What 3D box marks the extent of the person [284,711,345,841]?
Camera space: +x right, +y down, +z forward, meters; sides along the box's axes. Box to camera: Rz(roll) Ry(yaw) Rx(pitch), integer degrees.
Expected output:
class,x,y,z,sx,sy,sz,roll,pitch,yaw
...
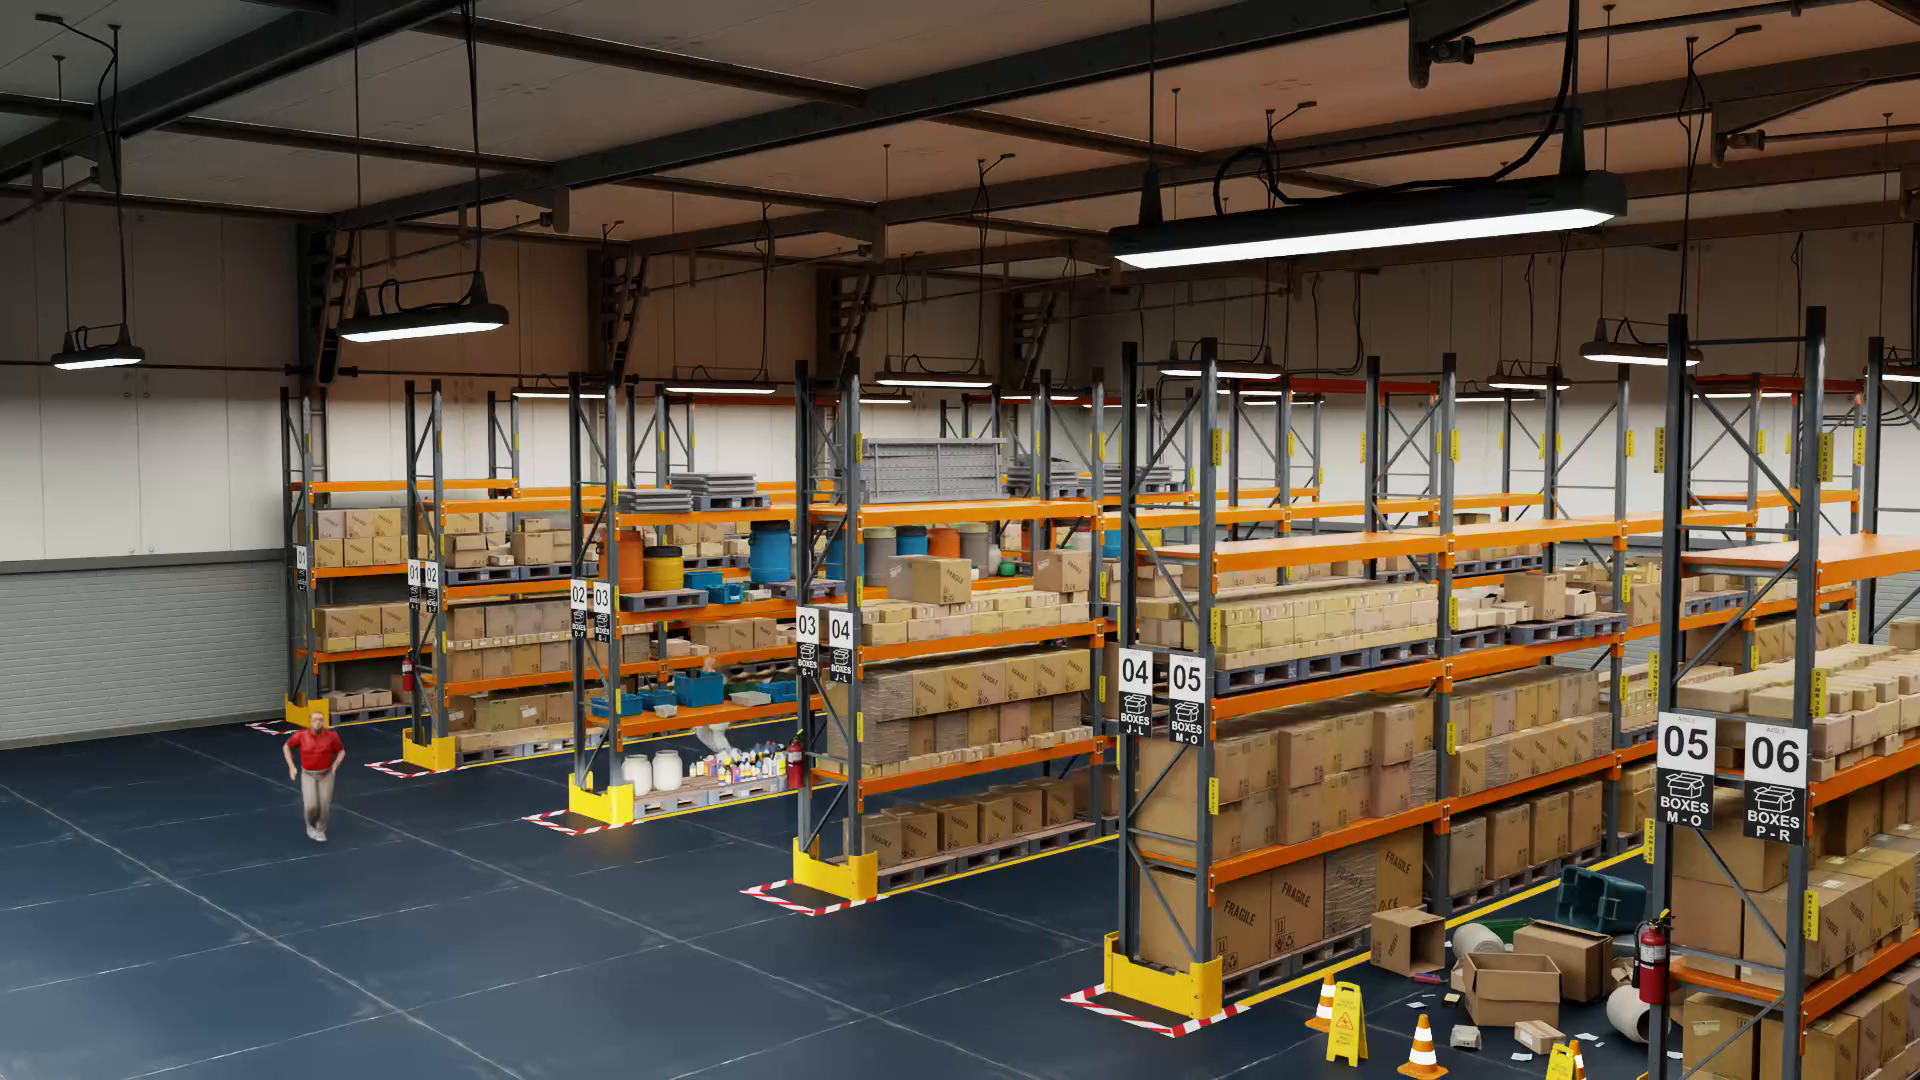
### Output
class,x,y,z,sx,sy,sz,roll,pitch,yaw
person,-8.106,2.991,20.929,0.718,1.676,0.689,-2,4,-25

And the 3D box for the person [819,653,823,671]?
class,x,y,z,sx,sy,sz,roll,pitch,yaw
person,-2.907,2.218,33.682,0.578,1.620,0.954,3,5,36

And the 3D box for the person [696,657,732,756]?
class,x,y,z,sx,sy,sz,roll,pitch,yaw
person,-3.816,2.653,25.576,0.826,1.722,0.704,-2,4,-34
